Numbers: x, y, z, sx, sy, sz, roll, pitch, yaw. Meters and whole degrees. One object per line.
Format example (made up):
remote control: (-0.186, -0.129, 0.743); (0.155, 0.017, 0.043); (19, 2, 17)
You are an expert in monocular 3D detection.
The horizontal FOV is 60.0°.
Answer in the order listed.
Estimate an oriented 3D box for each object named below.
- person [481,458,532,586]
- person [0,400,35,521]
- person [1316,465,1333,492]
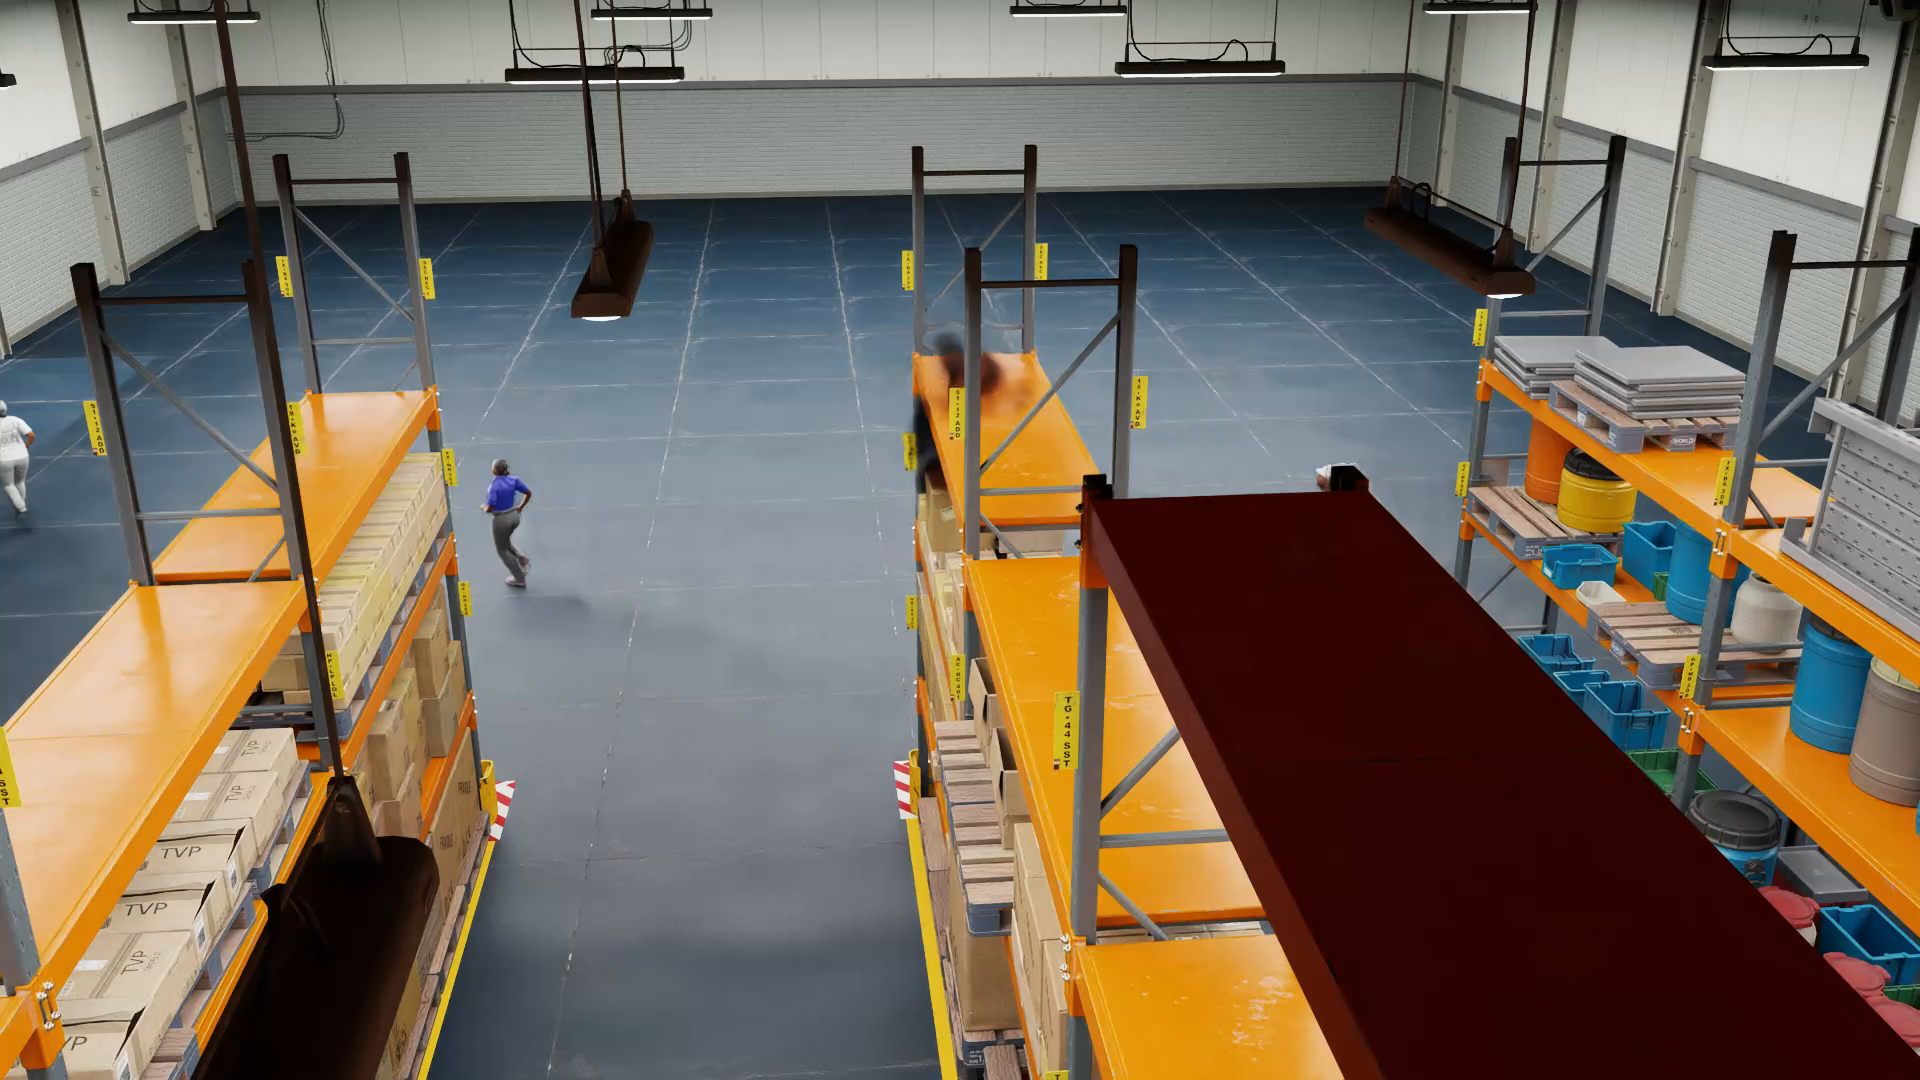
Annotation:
person: (-5.519, -0.242, 20.047); (0.559, 1.608, 0.560); (10, 24, 24)
person: (-12.566, -1.038, 22.044); (0.774, 1.672, 0.611); (19, 28, 39)
person: (4.264, -0.044, 19.406); (0.688, 1.743, 0.683); (6, 22, 15)
